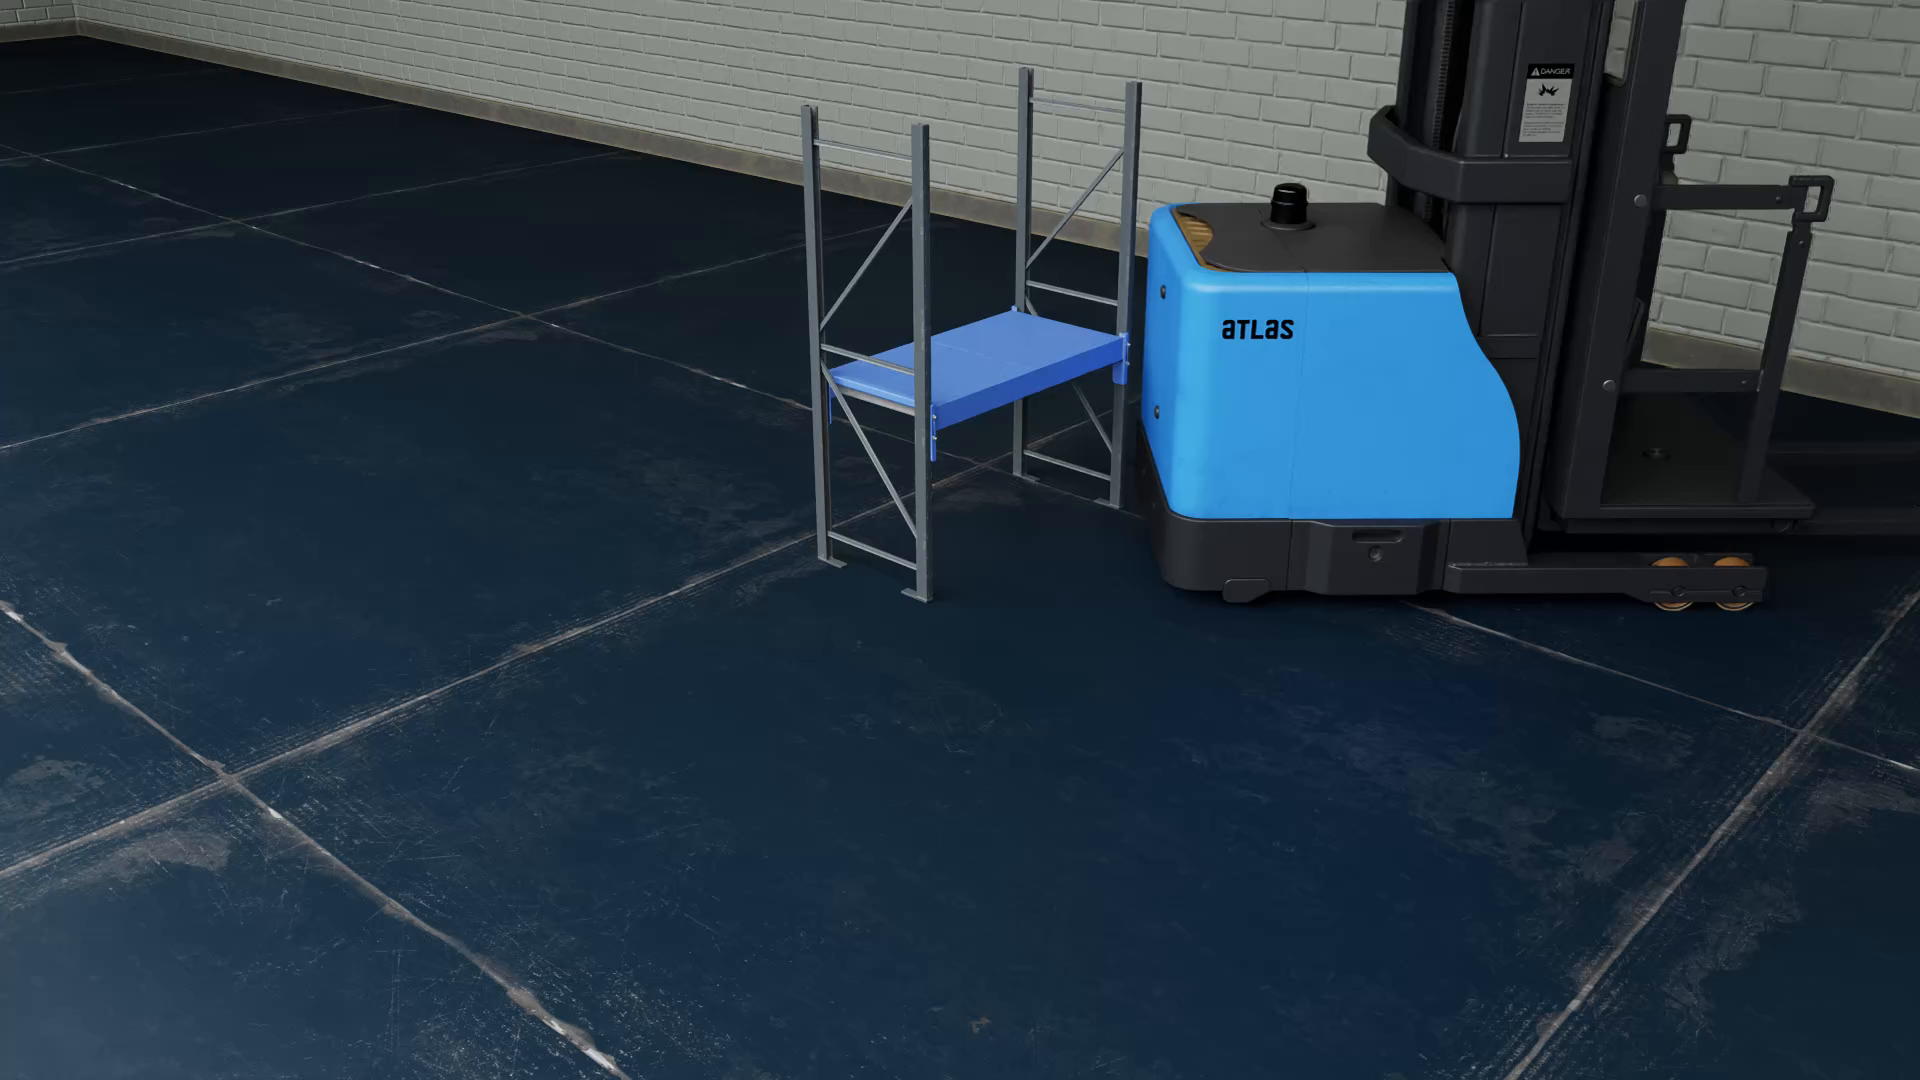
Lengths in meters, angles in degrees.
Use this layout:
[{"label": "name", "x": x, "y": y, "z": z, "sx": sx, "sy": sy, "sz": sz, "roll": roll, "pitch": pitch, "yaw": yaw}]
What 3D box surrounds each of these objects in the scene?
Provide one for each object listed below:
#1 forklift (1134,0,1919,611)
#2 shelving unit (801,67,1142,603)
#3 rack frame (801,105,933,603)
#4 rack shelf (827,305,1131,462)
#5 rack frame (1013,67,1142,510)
[{"label": "forklift", "x": 2.156, "y": -1.331, "z": 5.136, "sx": 3.031, "sy": 2.935, "sz": 1.130, "roll": 0, "pitch": 24, "yaw": 0}, {"label": "shelving unit", "x": 0.057, "y": -0.710, "z": 5.501, "sx": 0.538, "sy": 1.500, "sz": 1.048, "roll": 20, "pitch": 31, "yaw": 38}, {"label": "rack frame", "x": -0.282, "y": -0.555, "z": 5.156, "sx": 0.500, "sy": 1.500, "sz": 0.032, "roll": 20, "pitch": 31, "yaw": 38}, {"label": "rack shelf", "x": 0.057, "y": -0.546, "z": 5.575, "sx": 0.538, "sy": 0.185, "sz": 1.000, "roll": 20, "pitch": 31, "yaw": 38}, {"label": "rack frame", "x": 0.396, "y": -0.865, "z": 5.847, "sx": 0.500, "sy": 1.500, "sz": 0.032, "roll": 20, "pitch": 31, "yaw": 38}]
